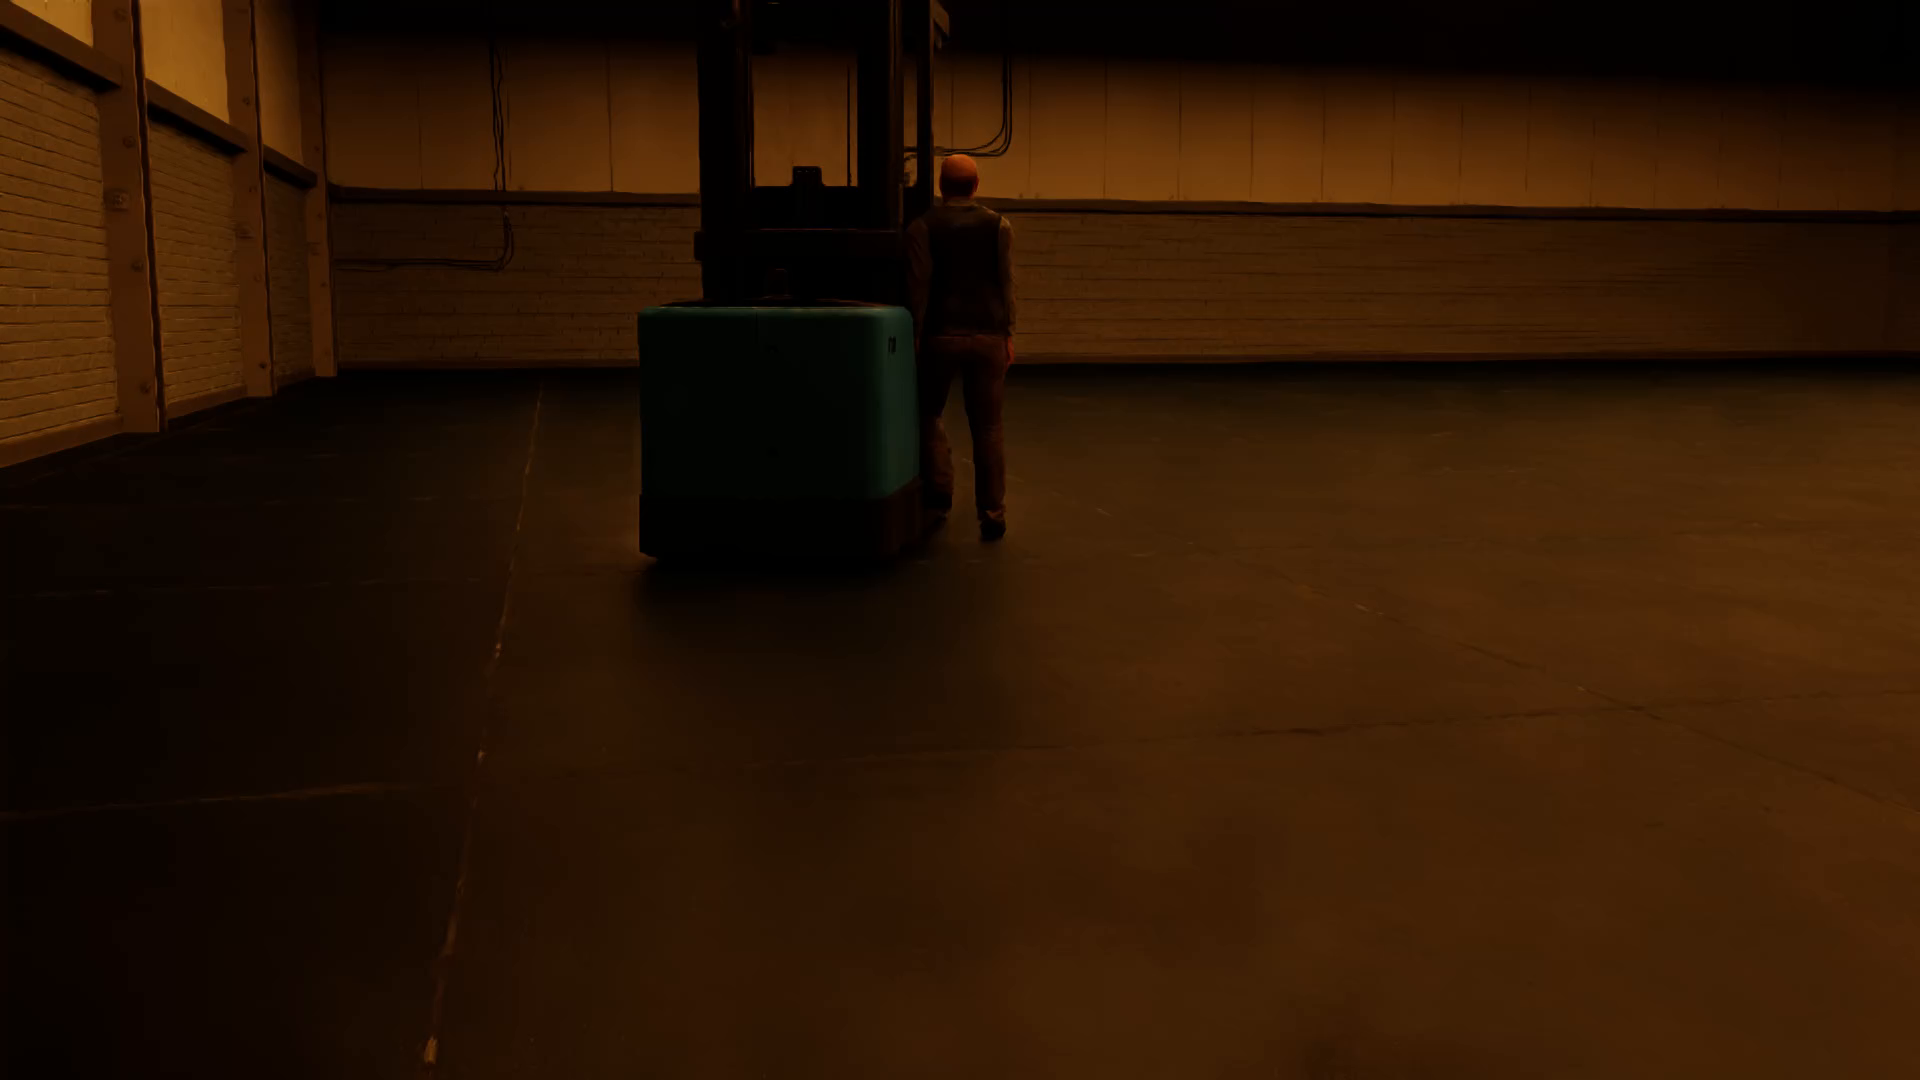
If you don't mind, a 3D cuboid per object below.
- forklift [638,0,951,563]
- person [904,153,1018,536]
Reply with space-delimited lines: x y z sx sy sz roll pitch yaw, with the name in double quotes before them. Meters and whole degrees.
"forklift" -0.639 -1.523 8.015 1.130 2.935 3.031 1 8 6
"person" -0.016 -0.888 7.640 0.529 1.729 0.455 -2 8 -13
